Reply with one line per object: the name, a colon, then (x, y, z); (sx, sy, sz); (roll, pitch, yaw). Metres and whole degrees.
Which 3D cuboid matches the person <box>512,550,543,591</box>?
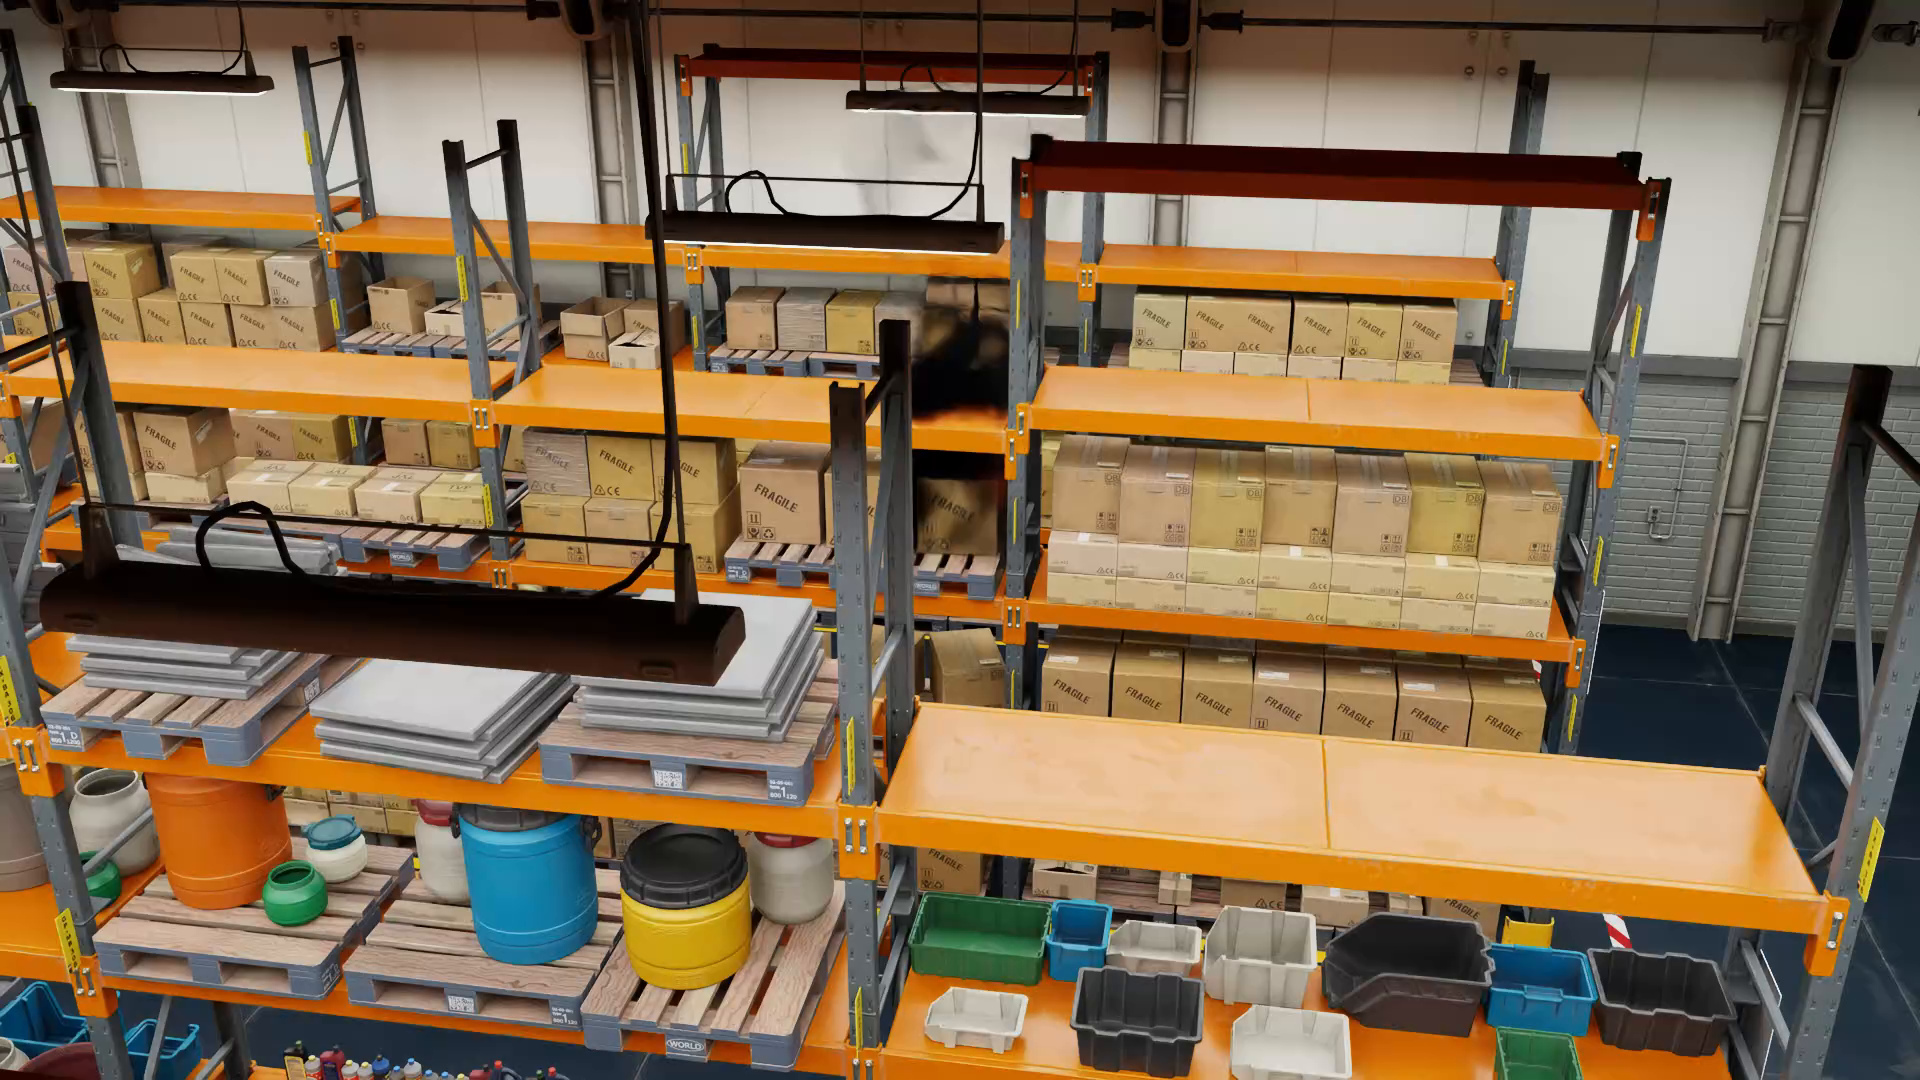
person: (-4.126, 0.888, 16.124); (0.856, 1.692, 0.593); (1, 23, 3)
